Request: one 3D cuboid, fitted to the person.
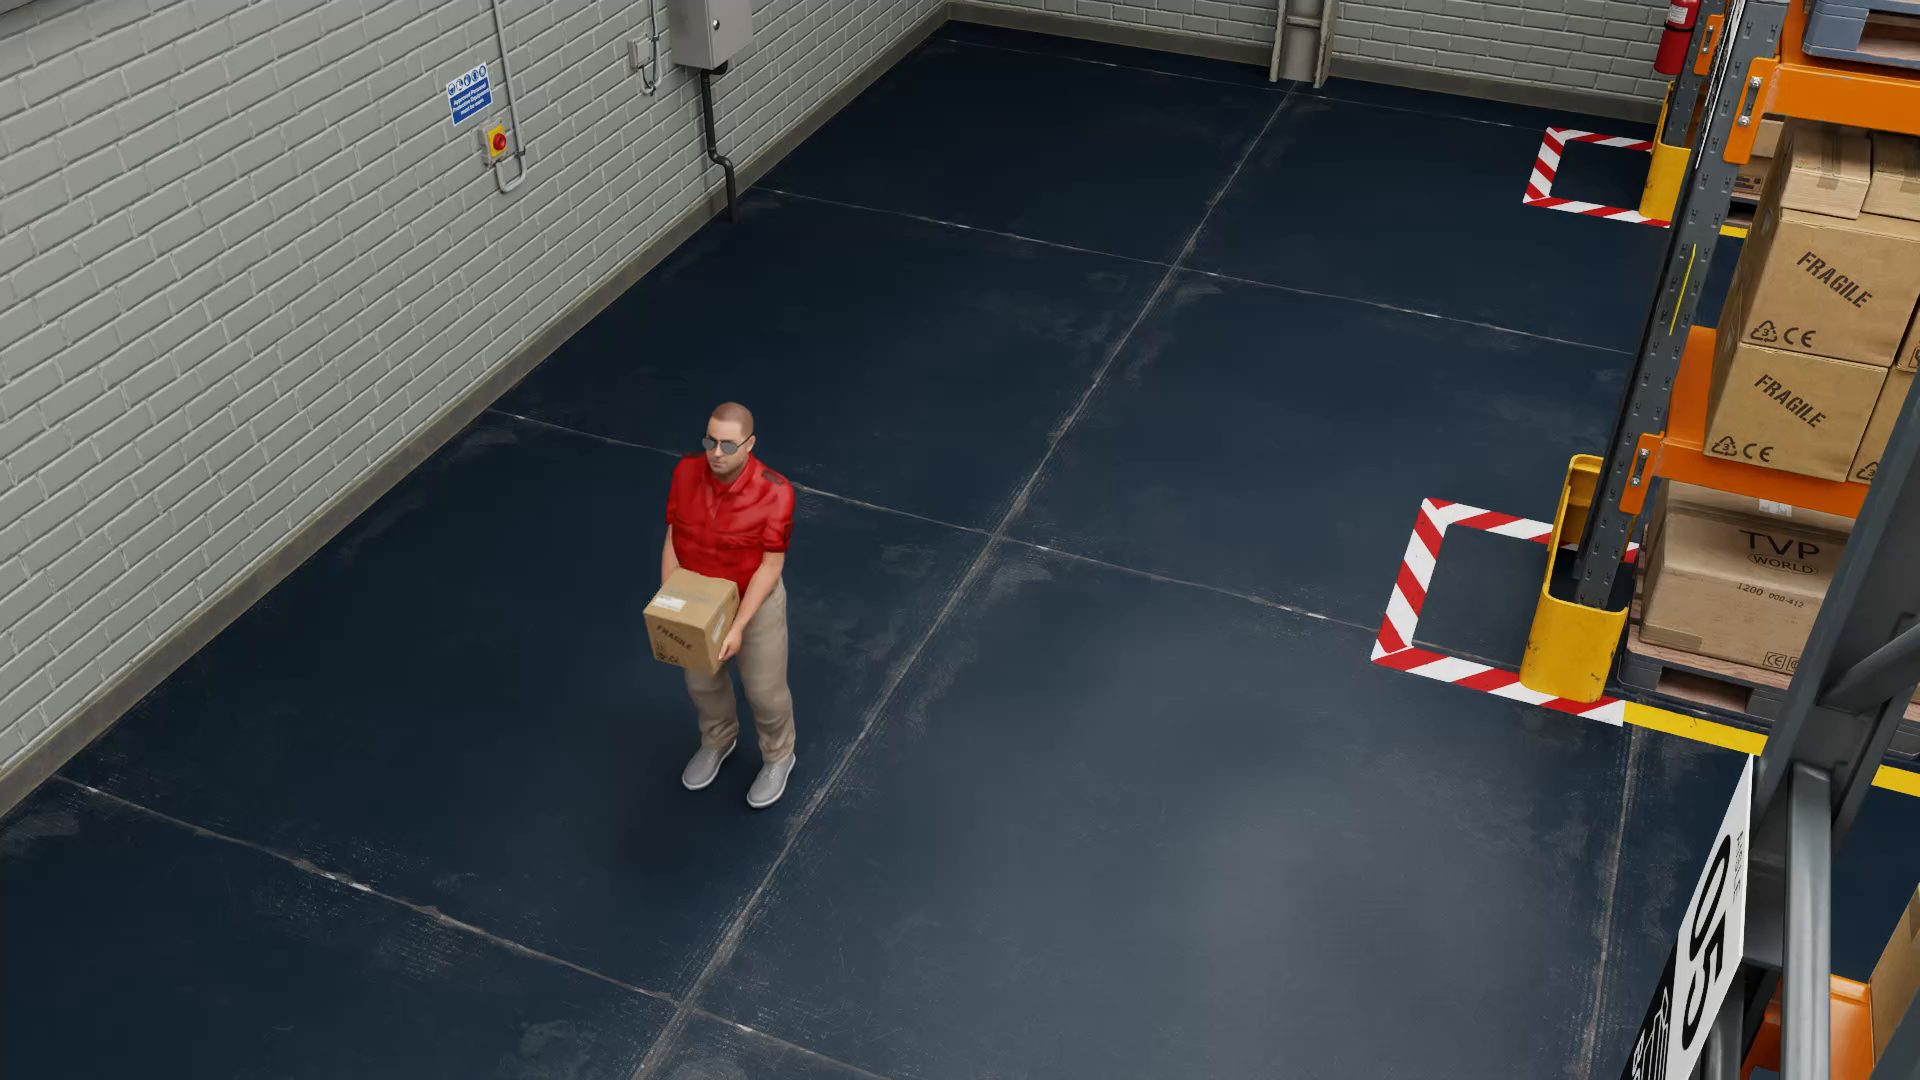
[{"bbox_3d":[-0.885,0.303,6.267,0.501,1.723,0.527,14,39,18],"label":"person"}]
